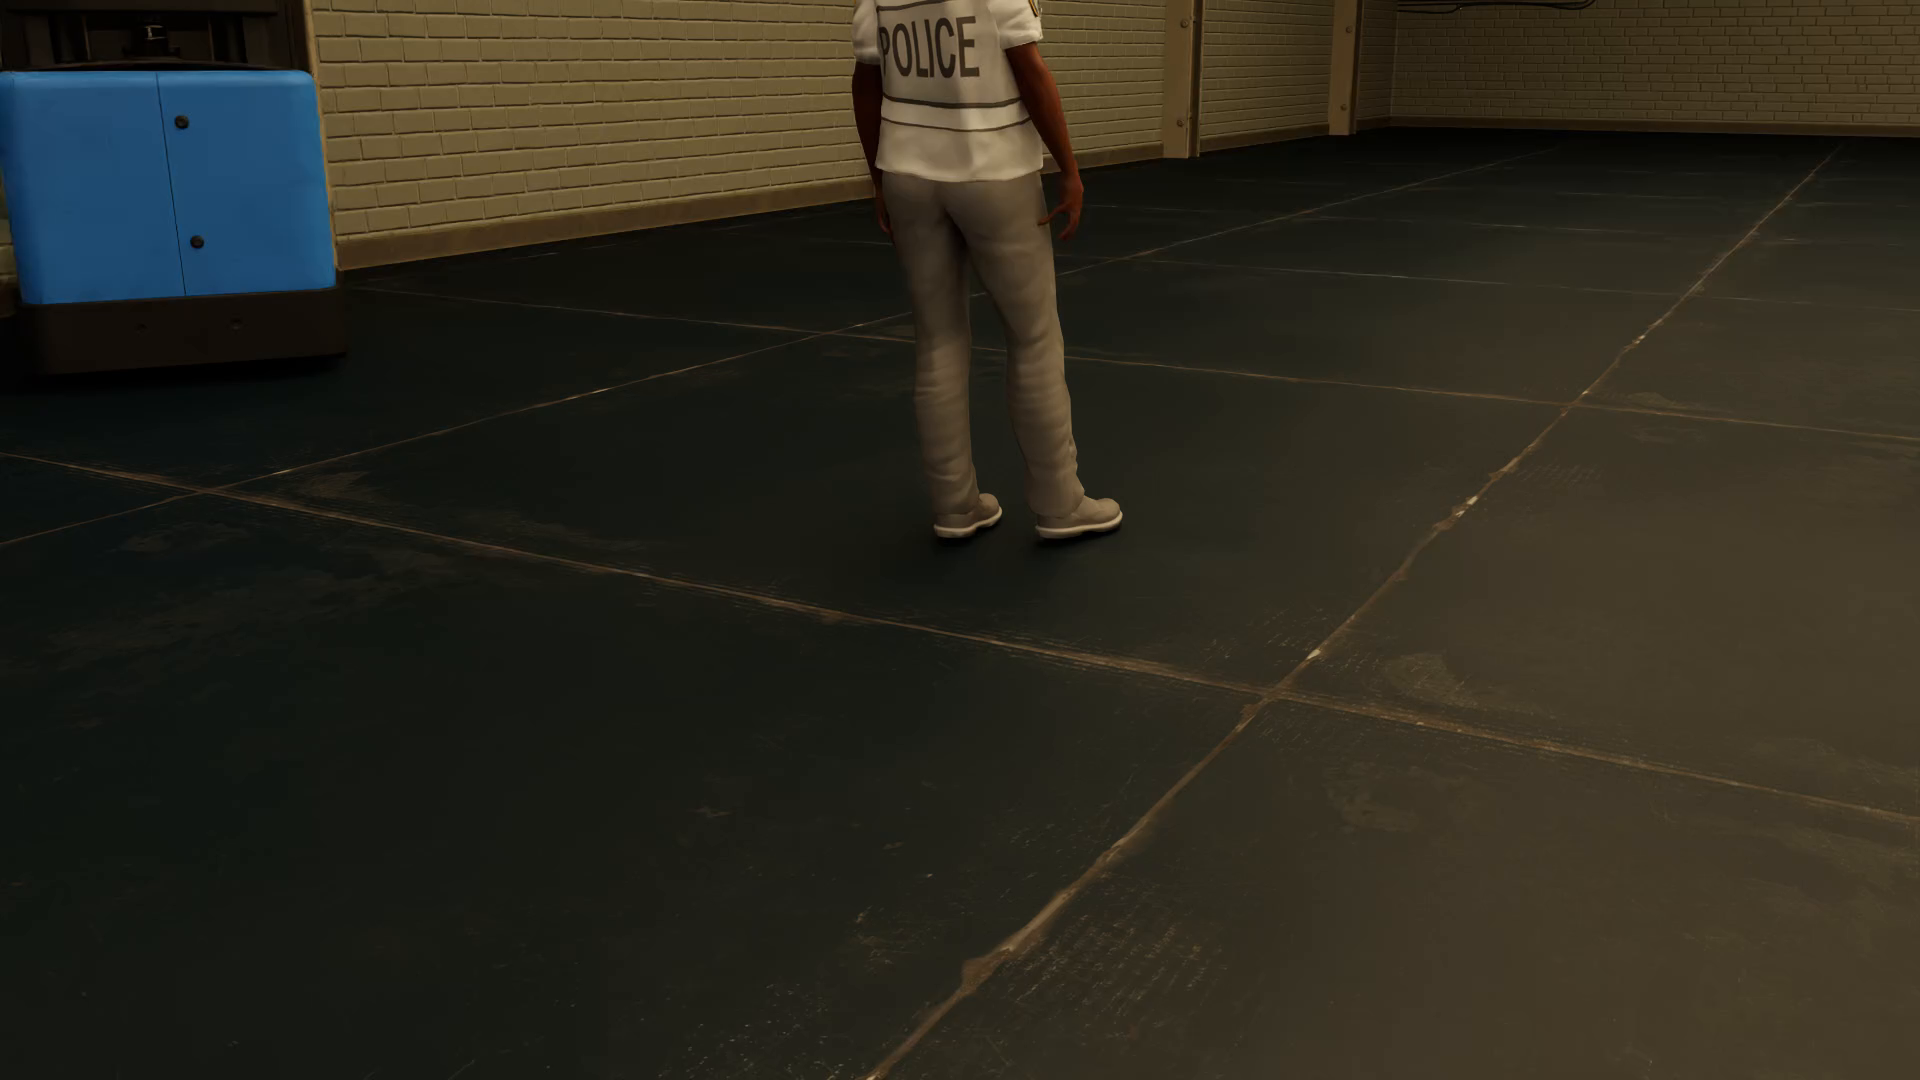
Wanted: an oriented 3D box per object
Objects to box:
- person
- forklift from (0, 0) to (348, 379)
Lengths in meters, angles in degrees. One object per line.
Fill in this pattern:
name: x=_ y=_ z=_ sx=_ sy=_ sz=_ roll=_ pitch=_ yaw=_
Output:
person: x=0.054 y=-0.835 z=3.852 sx=0.569 sy=1.694 sz=0.530 roll=9 pitch=19 yaw=28
forklift: x=-3.364 y=-2.344 z=6.811 sx=1.130 sy=2.935 sz=3.031 roll=-8 pitch=18 yaw=-24
